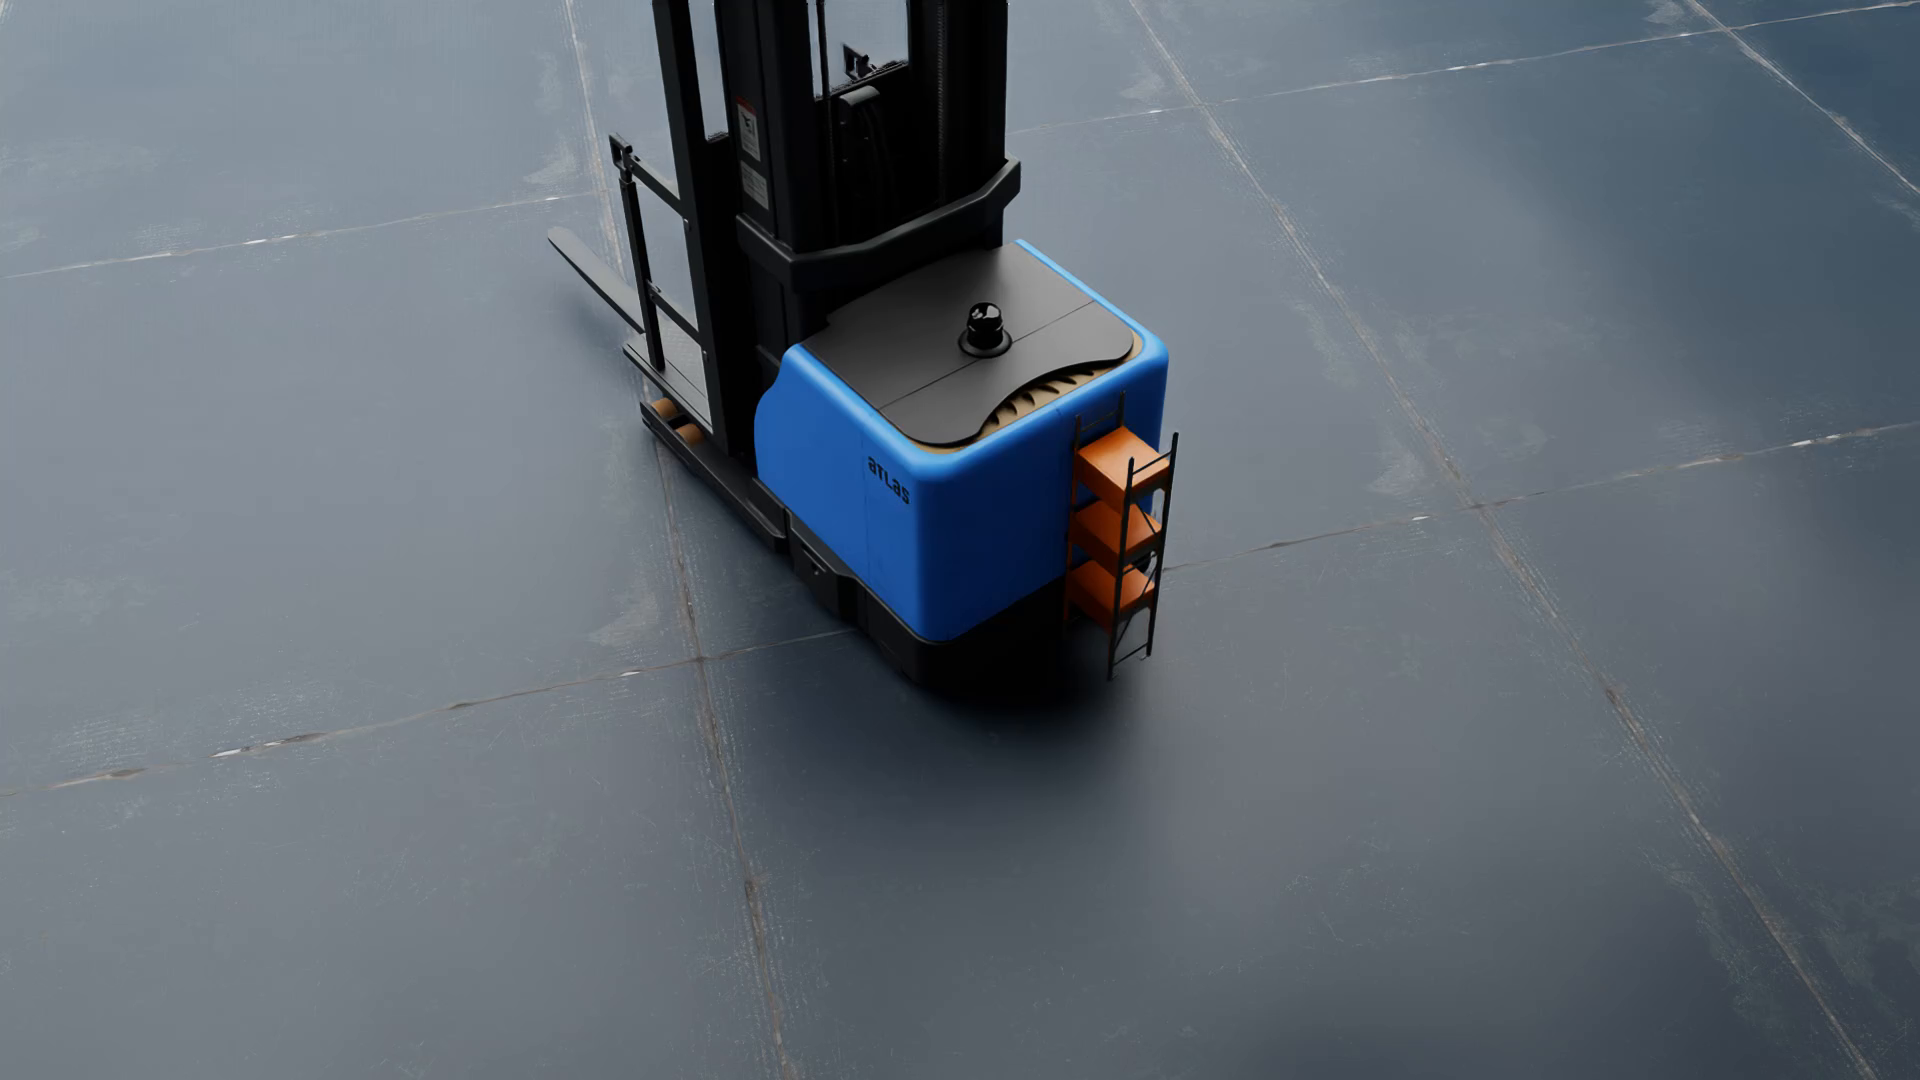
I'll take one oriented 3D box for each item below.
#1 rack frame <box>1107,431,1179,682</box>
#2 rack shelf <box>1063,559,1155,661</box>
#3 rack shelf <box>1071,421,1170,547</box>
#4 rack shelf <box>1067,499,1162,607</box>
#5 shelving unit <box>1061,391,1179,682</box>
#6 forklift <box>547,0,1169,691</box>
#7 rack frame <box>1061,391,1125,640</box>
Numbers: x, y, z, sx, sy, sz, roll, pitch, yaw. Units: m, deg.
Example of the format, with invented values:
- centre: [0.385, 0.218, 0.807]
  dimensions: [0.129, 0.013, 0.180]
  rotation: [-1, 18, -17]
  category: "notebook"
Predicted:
- centre: [0.591, 0.079, 5.437]
  dimensions: [0.200, 1.050, 0.008]
  rotation: [-29, 52, -26]
  category: "rack frame"
- centre: [0.515, 0.212, 5.711]
  dimensions: [0.215, 0.259, 0.240]
  rotation: [-29, 52, -26]
  category: "rack shelf"
- centre: [0.515, -0.181, 5.310]
  dimensions: [0.215, 0.259, 0.240]
  rotation: [-29, 52, -26]
  category: "rack shelf"
- centre: [0.515, 0.018, 5.512]
  dimensions: [0.215, 0.259, 0.240]
  rotation: [-29, 52, -26]
  category: "rack shelf"
- centre: [0.515, 0.010, 5.505]
  dimensions: [0.215, 1.050, 0.252]
  rotation: [-29, 52, -26]
  category: "shelving unit"
- centre: [-0.609, -1.514, 5.681]
  dimensions: [1.130, 2.935, 3.031]
  rotation: [-29, 52, -26]
  category: "forklift"
- centre: [0.440, -0.058, 5.572]
  dimensions: [0.200, 1.050, 0.008]
  rotation: [-29, 52, -26]
  category: "rack frame"
